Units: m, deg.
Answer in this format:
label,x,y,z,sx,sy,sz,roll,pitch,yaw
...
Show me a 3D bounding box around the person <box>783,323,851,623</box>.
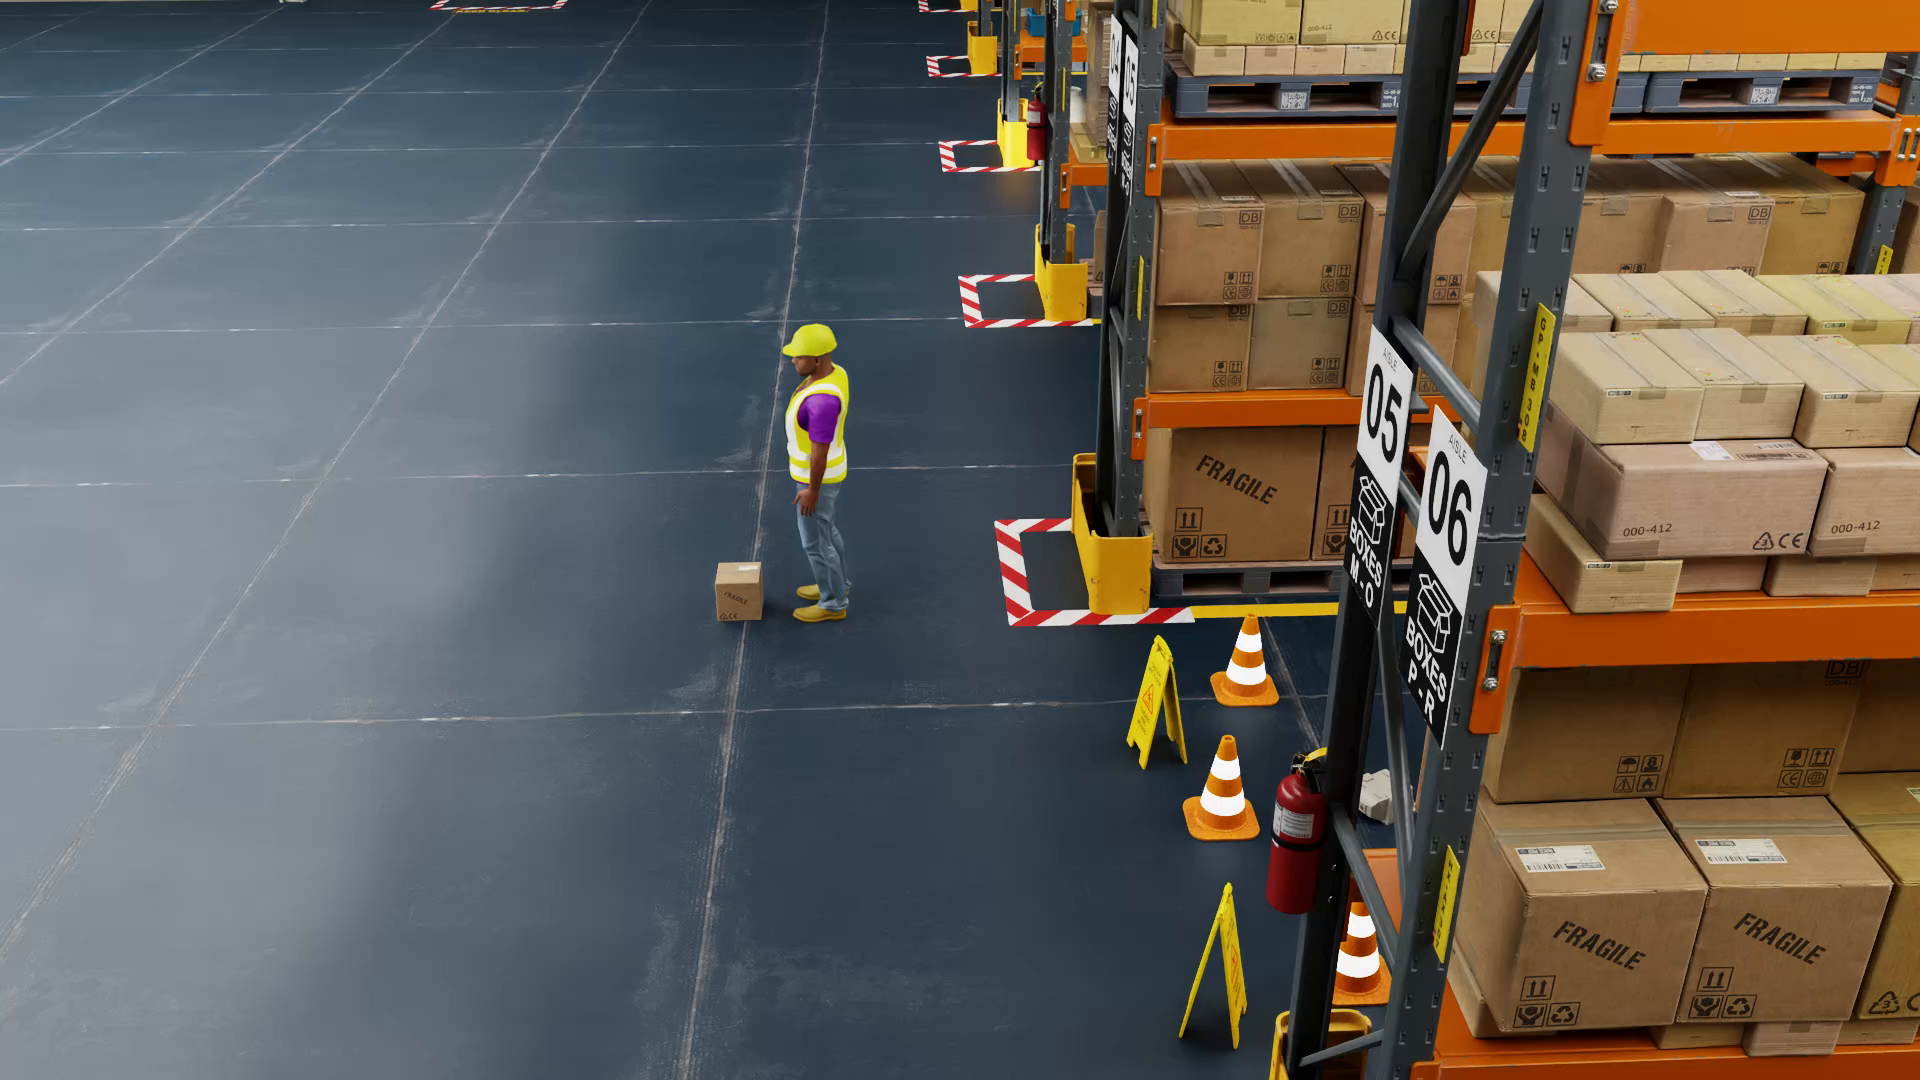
label,x,y,z,sx,sy,sz,roll,pitch,yaw
person,-0.790,-0.374,9.322,0.358,1.762,0.563,-1,27,-2
